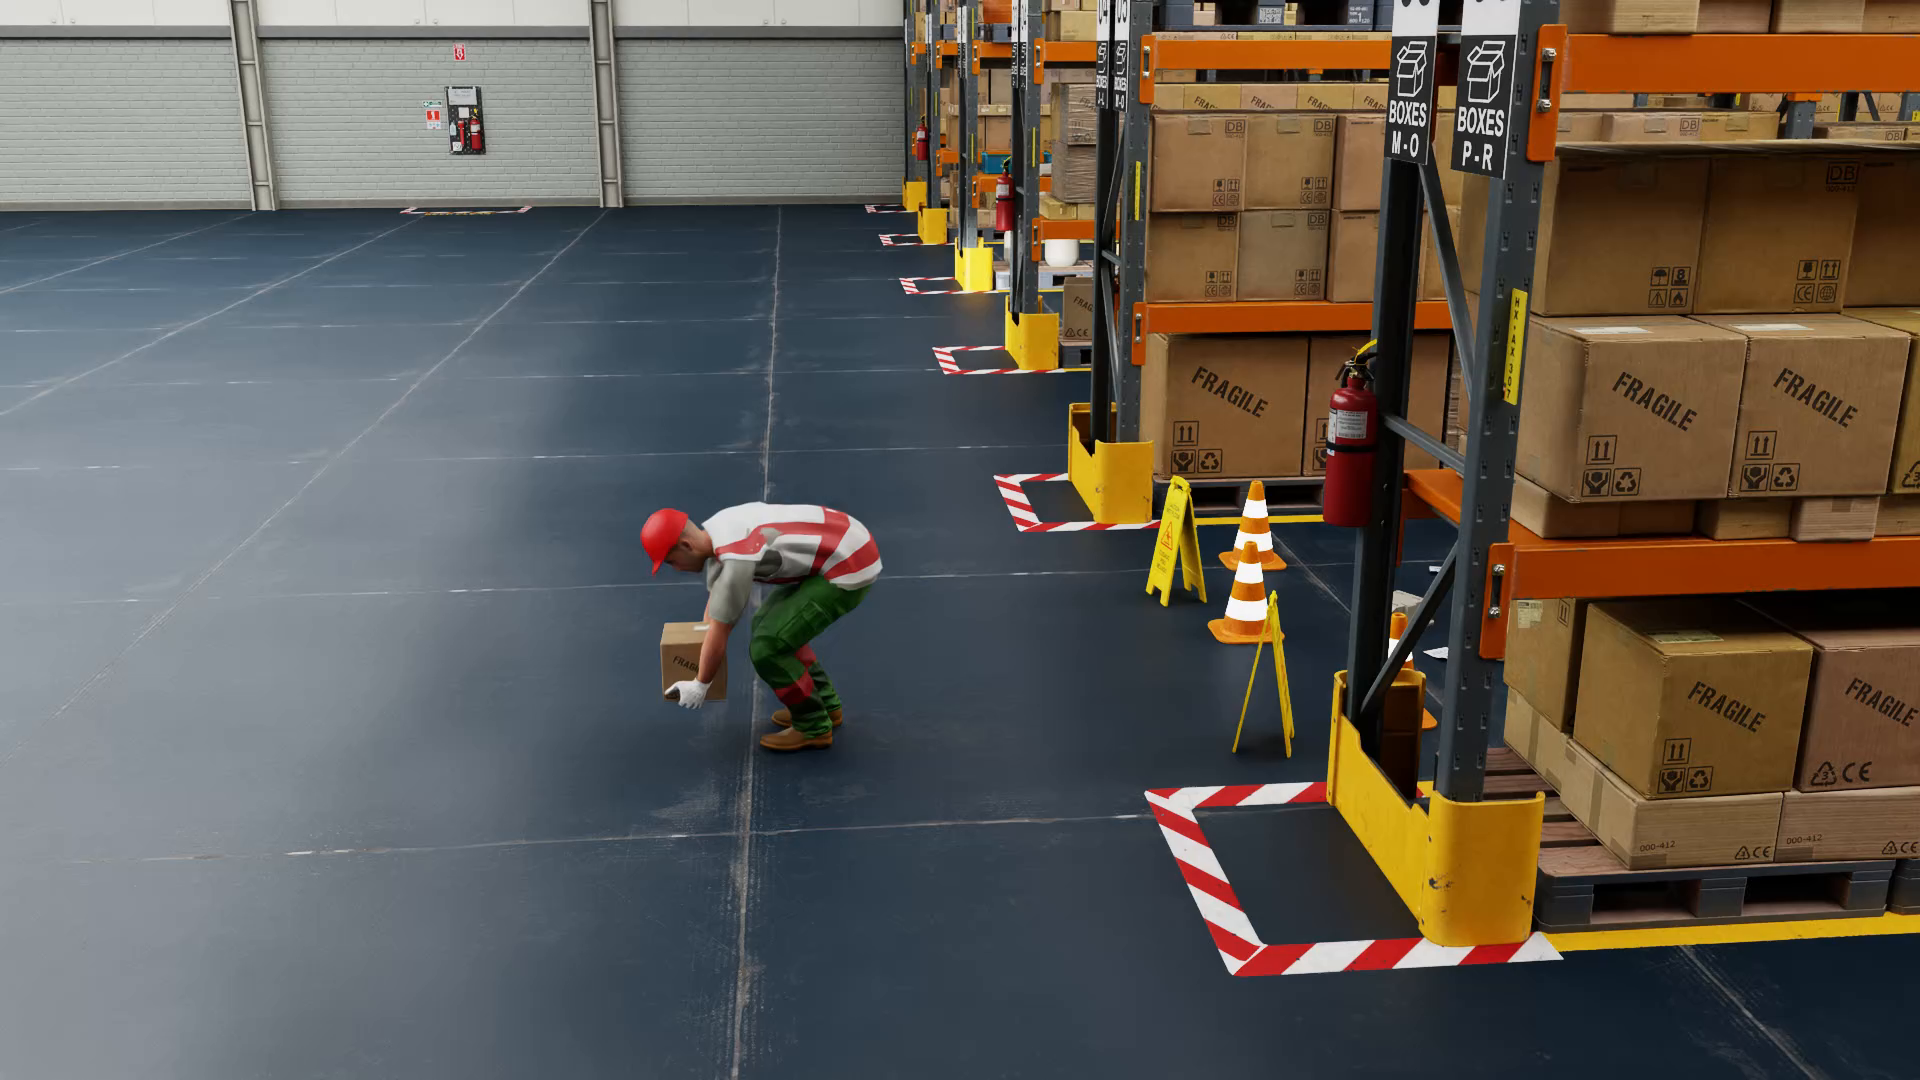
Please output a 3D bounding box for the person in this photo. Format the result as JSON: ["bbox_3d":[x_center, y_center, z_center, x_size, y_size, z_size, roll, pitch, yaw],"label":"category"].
[{"bbox_3d":[-0.796,0.342,6.795,0.958,1.014,0.524,-2,17,-8],"label":"person"}]
